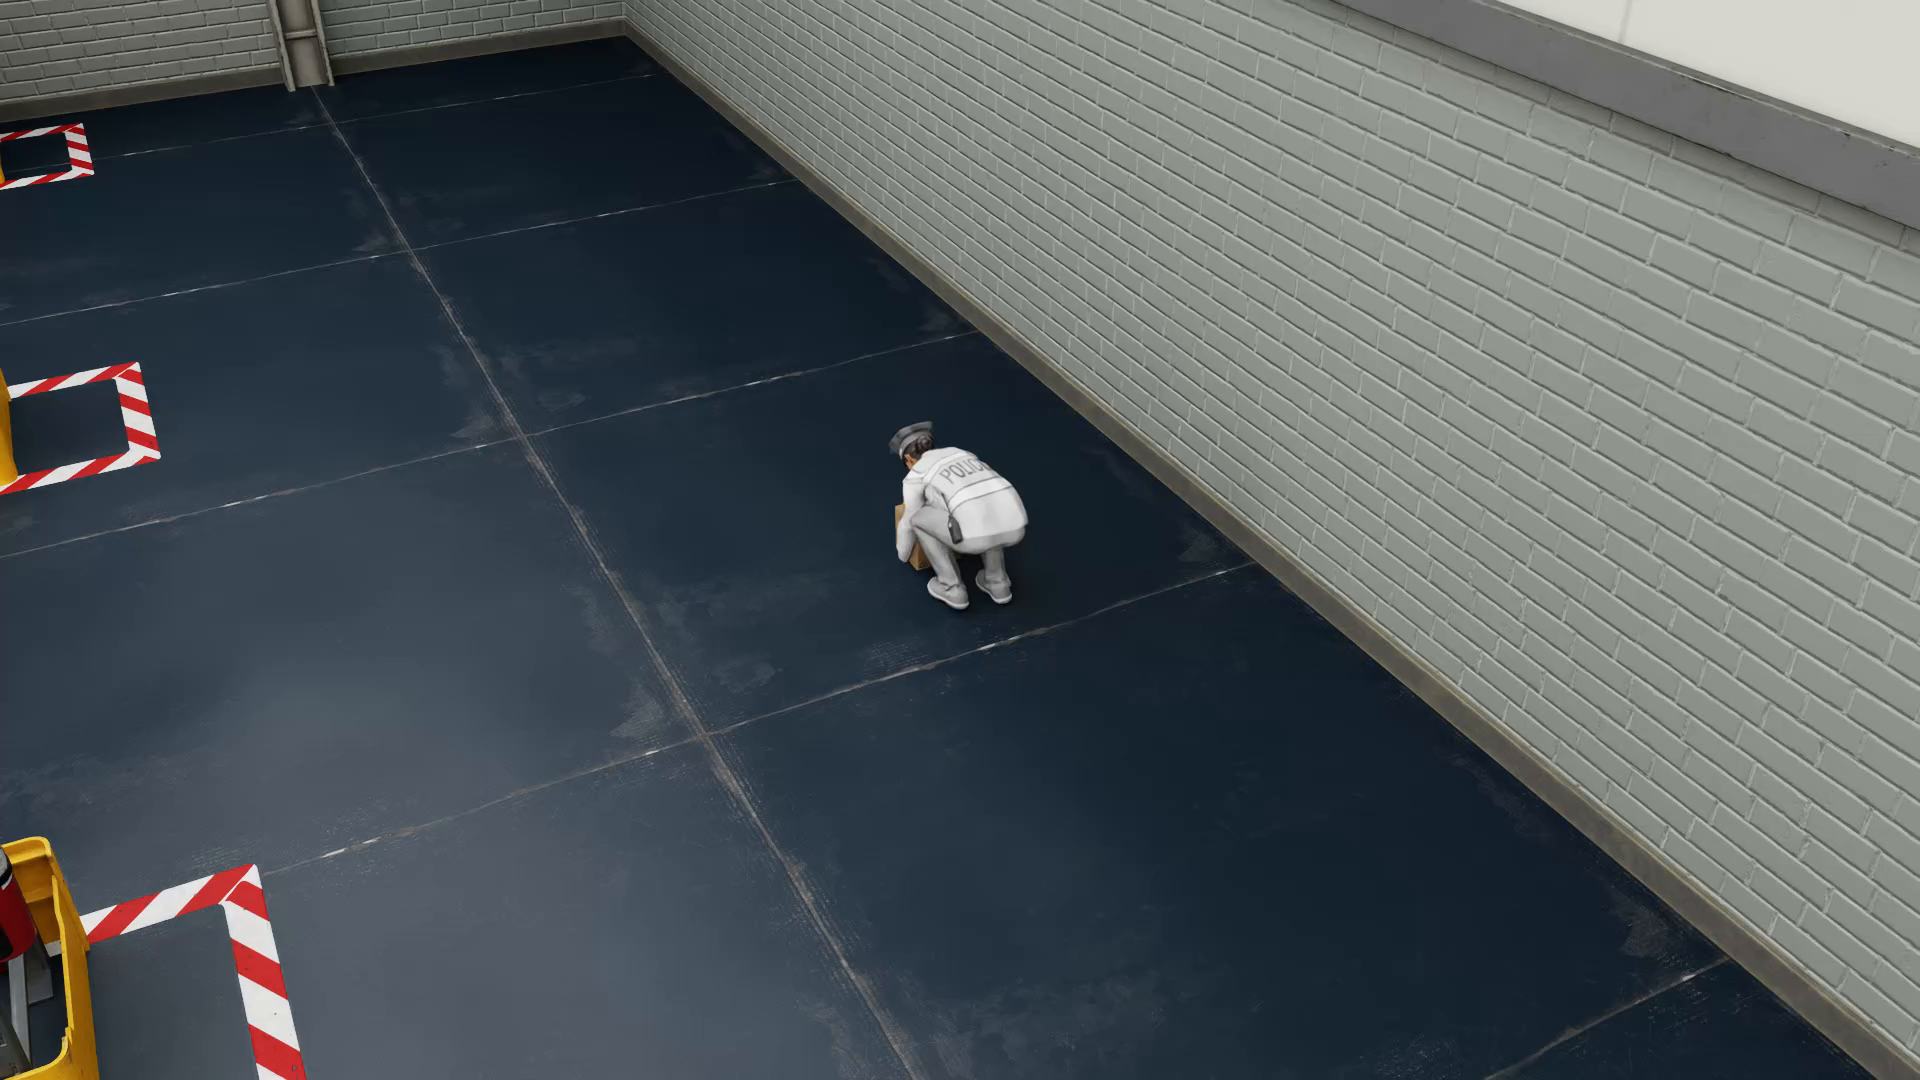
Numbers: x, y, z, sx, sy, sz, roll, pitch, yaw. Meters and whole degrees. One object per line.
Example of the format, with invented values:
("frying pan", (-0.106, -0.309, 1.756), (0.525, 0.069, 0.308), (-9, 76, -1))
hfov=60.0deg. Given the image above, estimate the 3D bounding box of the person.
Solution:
("person", (-0.024, -0.103, 8.142), (0.452, 0.769, 0.913), (-17, 37, -24))
